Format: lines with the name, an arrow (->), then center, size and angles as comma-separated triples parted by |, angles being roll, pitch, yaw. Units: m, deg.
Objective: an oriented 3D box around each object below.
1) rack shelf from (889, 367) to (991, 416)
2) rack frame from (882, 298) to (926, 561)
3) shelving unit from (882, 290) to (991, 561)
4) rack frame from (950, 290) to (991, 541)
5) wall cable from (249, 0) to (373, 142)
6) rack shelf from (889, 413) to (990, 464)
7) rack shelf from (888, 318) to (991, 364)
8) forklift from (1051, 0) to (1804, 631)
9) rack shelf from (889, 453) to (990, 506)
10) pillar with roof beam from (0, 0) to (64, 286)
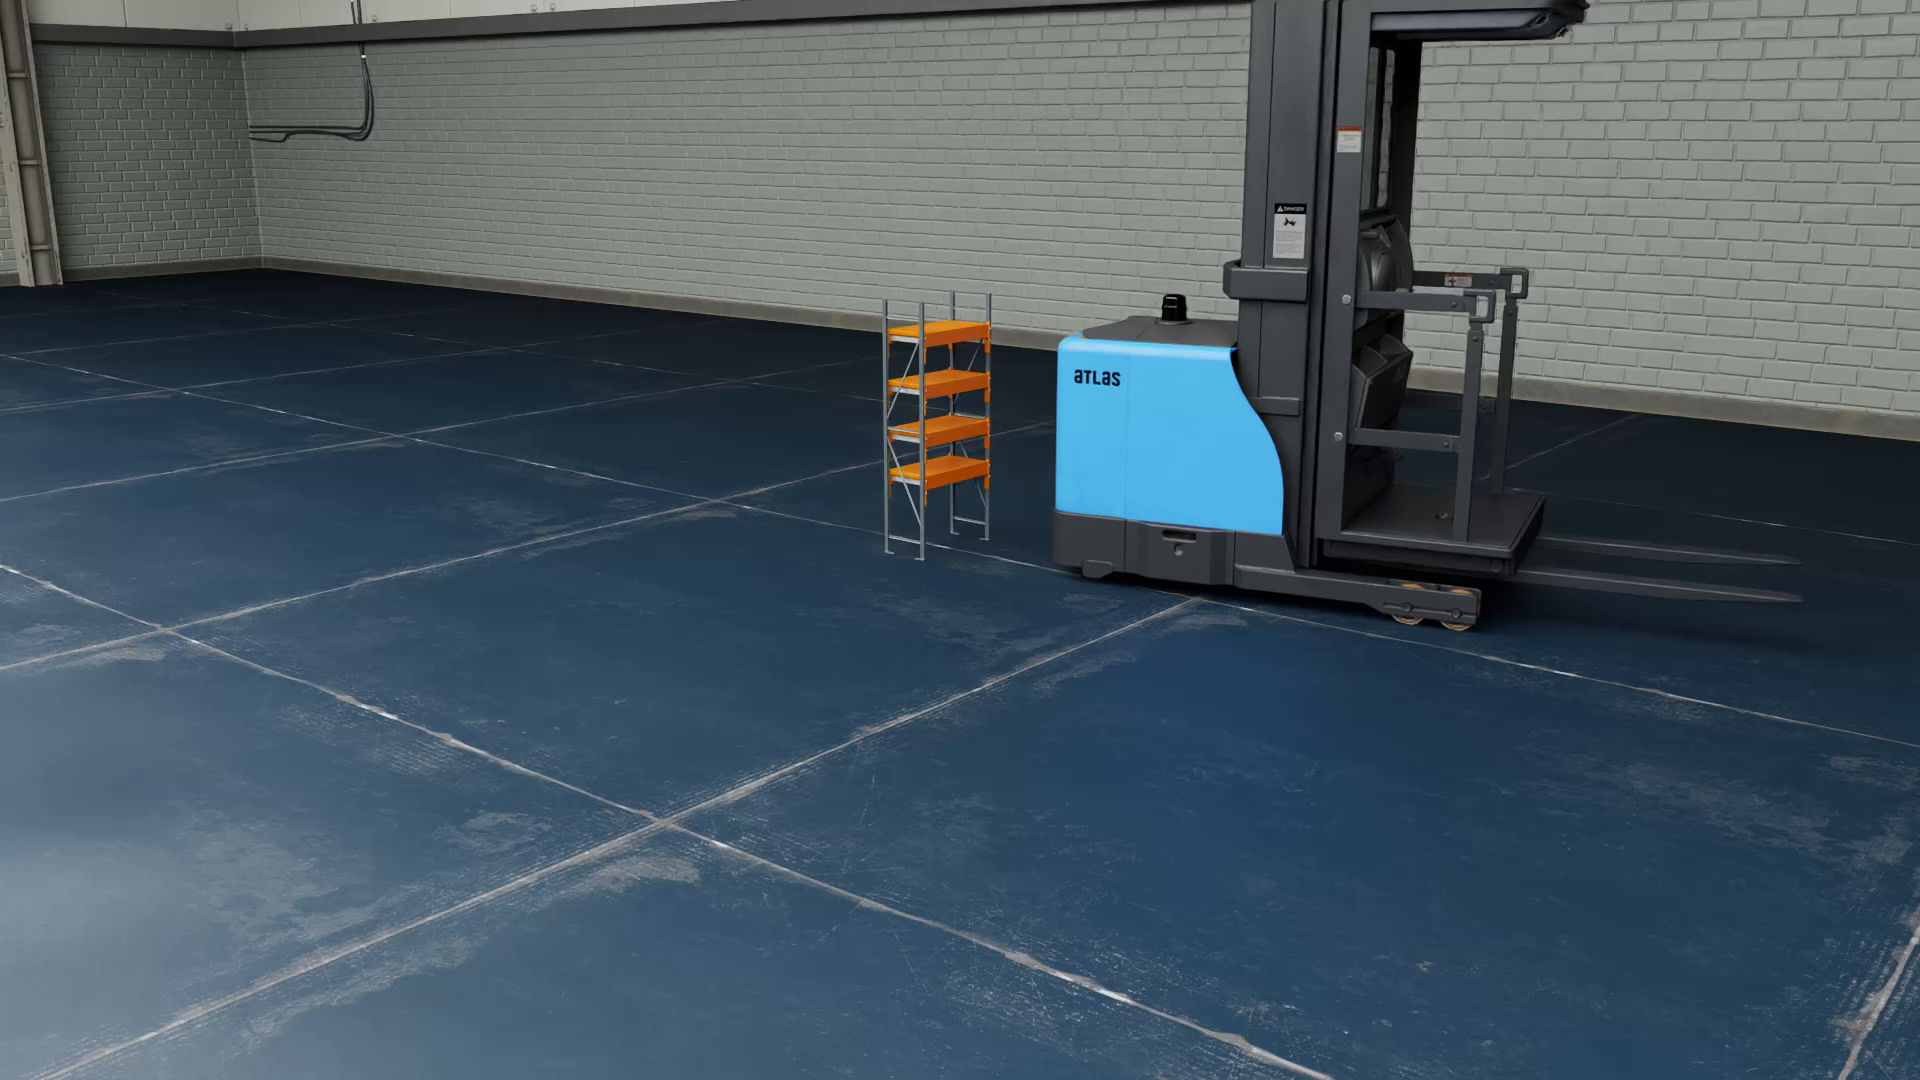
rack shelf -> -0.104, -0.701, 7.812 | 0.258, 0.148, 0.480 | 11, 18, 38
rack frame -> -0.257, -0.503, 7.666 | 0.240, 1.200, 0.015 | 11, 18, 38
shelving unit -> -0.104, -0.550, 7.850 | 0.258, 1.200, 0.503 | 11, 18, 38
rack frame -> 0.049, -0.597, 8.034 | 0.240, 1.200, 0.015 | 11, 18, 38
wall cable -> -8.471, -6.374, 21.244 | 3.097, 2.526, 0.112 | 11, 18, 38
rack shelf -> -0.104, -0.485, 7.867 | 0.258, 0.148, 0.480 | 11, 18, 38
rack shelf -> -0.104, -0.931, 7.754 | 0.258, 0.148, 0.480 | 11, 18, 38
forklift -> 1.969, -1.205, 6.912 | 3.031, 2.935, 1.130 | 7, 16, 24
rack shelf -> -0.104, -0.292, 7.916 | 0.258, 0.148, 0.480 | 11, 18, 38
pillar with roof beam -> -8.002, -6.853, 16.824 | 9.100, 9.000, 0.400 | 11, 18, 38
